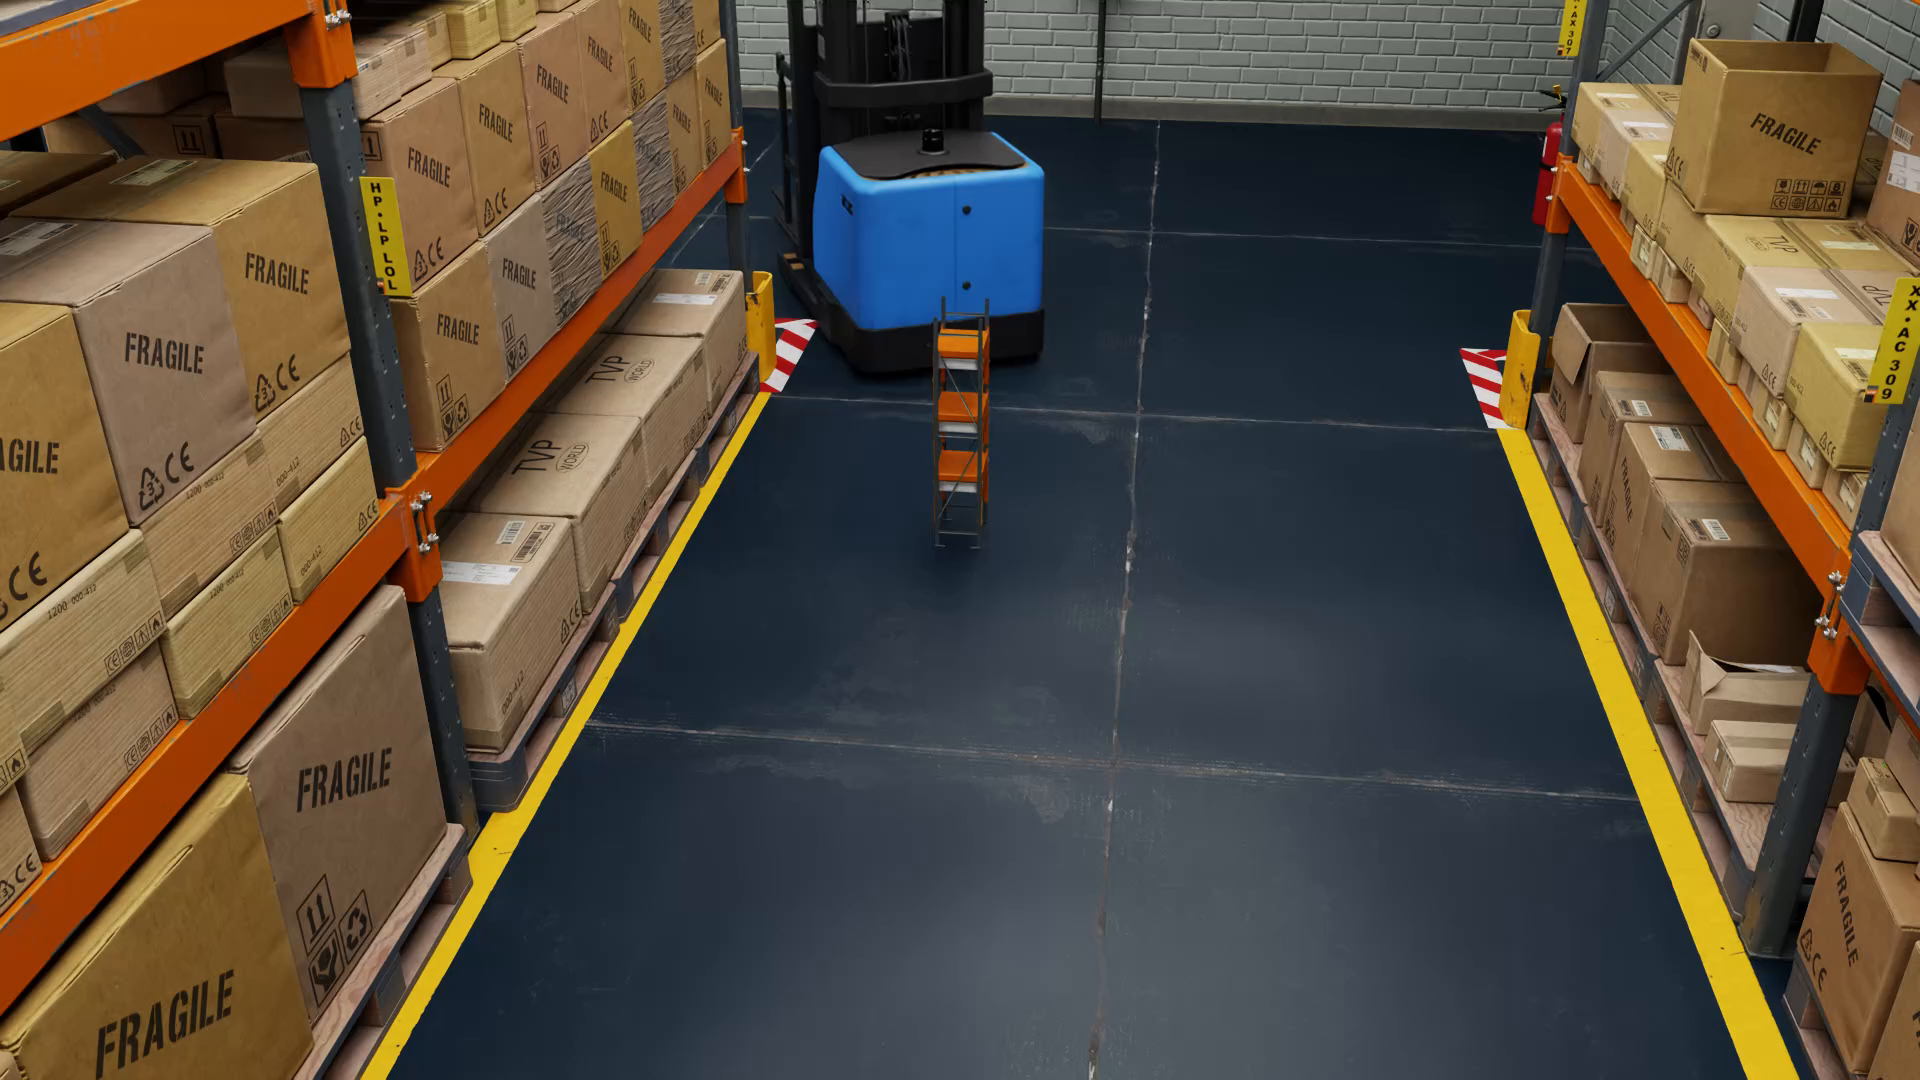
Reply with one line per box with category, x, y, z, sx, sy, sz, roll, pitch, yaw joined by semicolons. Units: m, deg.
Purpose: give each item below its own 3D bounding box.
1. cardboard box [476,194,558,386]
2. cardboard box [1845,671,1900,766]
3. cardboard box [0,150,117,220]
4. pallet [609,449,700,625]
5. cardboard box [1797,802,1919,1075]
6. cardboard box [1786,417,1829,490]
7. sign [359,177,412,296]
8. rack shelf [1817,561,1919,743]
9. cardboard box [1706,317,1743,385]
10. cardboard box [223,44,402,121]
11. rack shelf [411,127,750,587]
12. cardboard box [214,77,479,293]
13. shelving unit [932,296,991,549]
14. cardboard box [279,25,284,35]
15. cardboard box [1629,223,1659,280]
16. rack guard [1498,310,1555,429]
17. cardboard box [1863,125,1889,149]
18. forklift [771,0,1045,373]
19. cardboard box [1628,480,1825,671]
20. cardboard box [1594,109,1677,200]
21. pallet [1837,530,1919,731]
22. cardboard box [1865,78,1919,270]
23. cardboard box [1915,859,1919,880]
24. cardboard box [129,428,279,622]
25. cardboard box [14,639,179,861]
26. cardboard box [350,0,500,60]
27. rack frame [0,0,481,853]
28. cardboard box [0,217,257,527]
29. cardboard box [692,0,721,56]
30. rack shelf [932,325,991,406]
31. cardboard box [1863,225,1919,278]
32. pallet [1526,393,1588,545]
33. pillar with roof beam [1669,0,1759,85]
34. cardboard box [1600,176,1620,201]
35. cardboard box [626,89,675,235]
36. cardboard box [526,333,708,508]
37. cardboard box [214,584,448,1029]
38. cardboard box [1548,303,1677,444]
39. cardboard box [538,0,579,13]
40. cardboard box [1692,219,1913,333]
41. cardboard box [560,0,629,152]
cardboard box;-1.697;-0.849;5.559;0.500;0.500;0.500;4;29;7
cardboard box;3.162;0.625;5.319;0.500;0.311;0.500;4;29;8
cardboard box;-2.419;-0.657;4.147;0.500;0.500;0.500;4;29;7
pallet;-1.762;-0.065;7.148;1.003;0.211;1.213;3;28;6
cardboard box;2.564;1.054;4.324;0.500;0.500;0.500;5;29;8
cardboard box;2.645;-0.254;4.824;0.380;0.149;0.250;4;29;8
sign;-1.540;-0.811;4.456;0.100;0.325;0.005;3;28;6
rack shelf;2.601;1.182;2.652;1.077;0.370;4.000;3;28;6
cardboard box;2.716;-0.622;5.507;0.380;0.149;0.250;3;28;5
cardboard box;-1.784;-1.266;4.595;0.380;0.149;0.250;3;28;5
rack shelf;-1.835;-0.988;6.679;1.077;0.370;4.000;3;28;6
cardboard box;-1.781;-1.057;4.890;0.500;0.500;0.500;4;29;7
shelving unit;0.007;-0.487;7.048;0.215;1.050;0.252;3;28;6
cardboard box;-2.178;-1.531;5.086;0.380;0.149;0.250;3;28;6
cardboard box;2.817;-1.106;6.406;0.380;0.149;0.250;3;28;5
rack guard;3.327;-0.823;8.251;1.175;0.500;0.348;3;28;6
cardboard box;3.479;-1.550;6.808;0.500;0.250;0.500;3;29;6
forklift;-0.483;-2.847;9.444;1.130;2.935;3.031;-9;30;-16
cardboard box;2.897;0.127;6.044;0.700;0.500;0.500;2;28;4
cardboard box;2.952;-1.589;6.881;0.500;0.250;0.500;4;29;7
pallet;2.640;0.378;3.588;1.003;0.211;1.213;3;28;6
cardboard box;3.293;-1.157;5.289;0.500;0.500;0.500;3;28;5
cardboard box;2.581;0.842;4.034;0.380;0.149;0.250;3;28;5
cardboard box;-1.947;-0.060;3.829;0.500;0.250;0.500;4;29;7
cardboard box;-2.029;0.405;3.494;0.500;0.250;0.500;3;28;5
cardboard box;-1.688;-1.624;5.259;0.380;0.149;0.250;3;28;6
rack frame;-2.080;-0.363;4.761;1.000;3.000;0.127;3;28;6
cardboard box;-1.942;-0.378;3.630;0.500;0.500;0.500;4;29;7
cardboard box;-1.413;-2.489;7.549;0.500;0.500;0.500;4;29;8
rack shelf;0.007;-0.728;6.918;0.215;0.259;0.240;3;28;6
cardboard box;3.295;-0.838;5.487;0.500;0.250;0.500;4;29;7
pallet;3.231;-0.320;7.623;1.003;0.211;1.213;3;28;6
pillar with roof beam;0.289;-6.067;9.024;9.100;9.000;0.400;3;28;6
cardboard box;3.039;-1.587;7.299;0.380;0.149;0.250;4;29;7
cardboard box;-1.516;-1.569;6.895;0.500;0.500;0.500;4;29;8
cardboard box;-1.676;-0.555;7.376;0.875;0.438;0.875;4;29;8
cardboard box;-2.077;0.684;4.615;0.875;0.875;0.875;4;29;8
cardboard box;3.168;-0.763;7.692;0.797;0.503;0.637;2;28;4
cardboard box;-1.579;-1.982;5.923;0.380;0.149;0.250;3;29;6
cardboard box;2.788;-0.866;5.539;0.500;0.250;0.500;3;28;6
cardboard box;-1.575;-1.772;6.218;0.500;0.500;0.500;3;28;6
